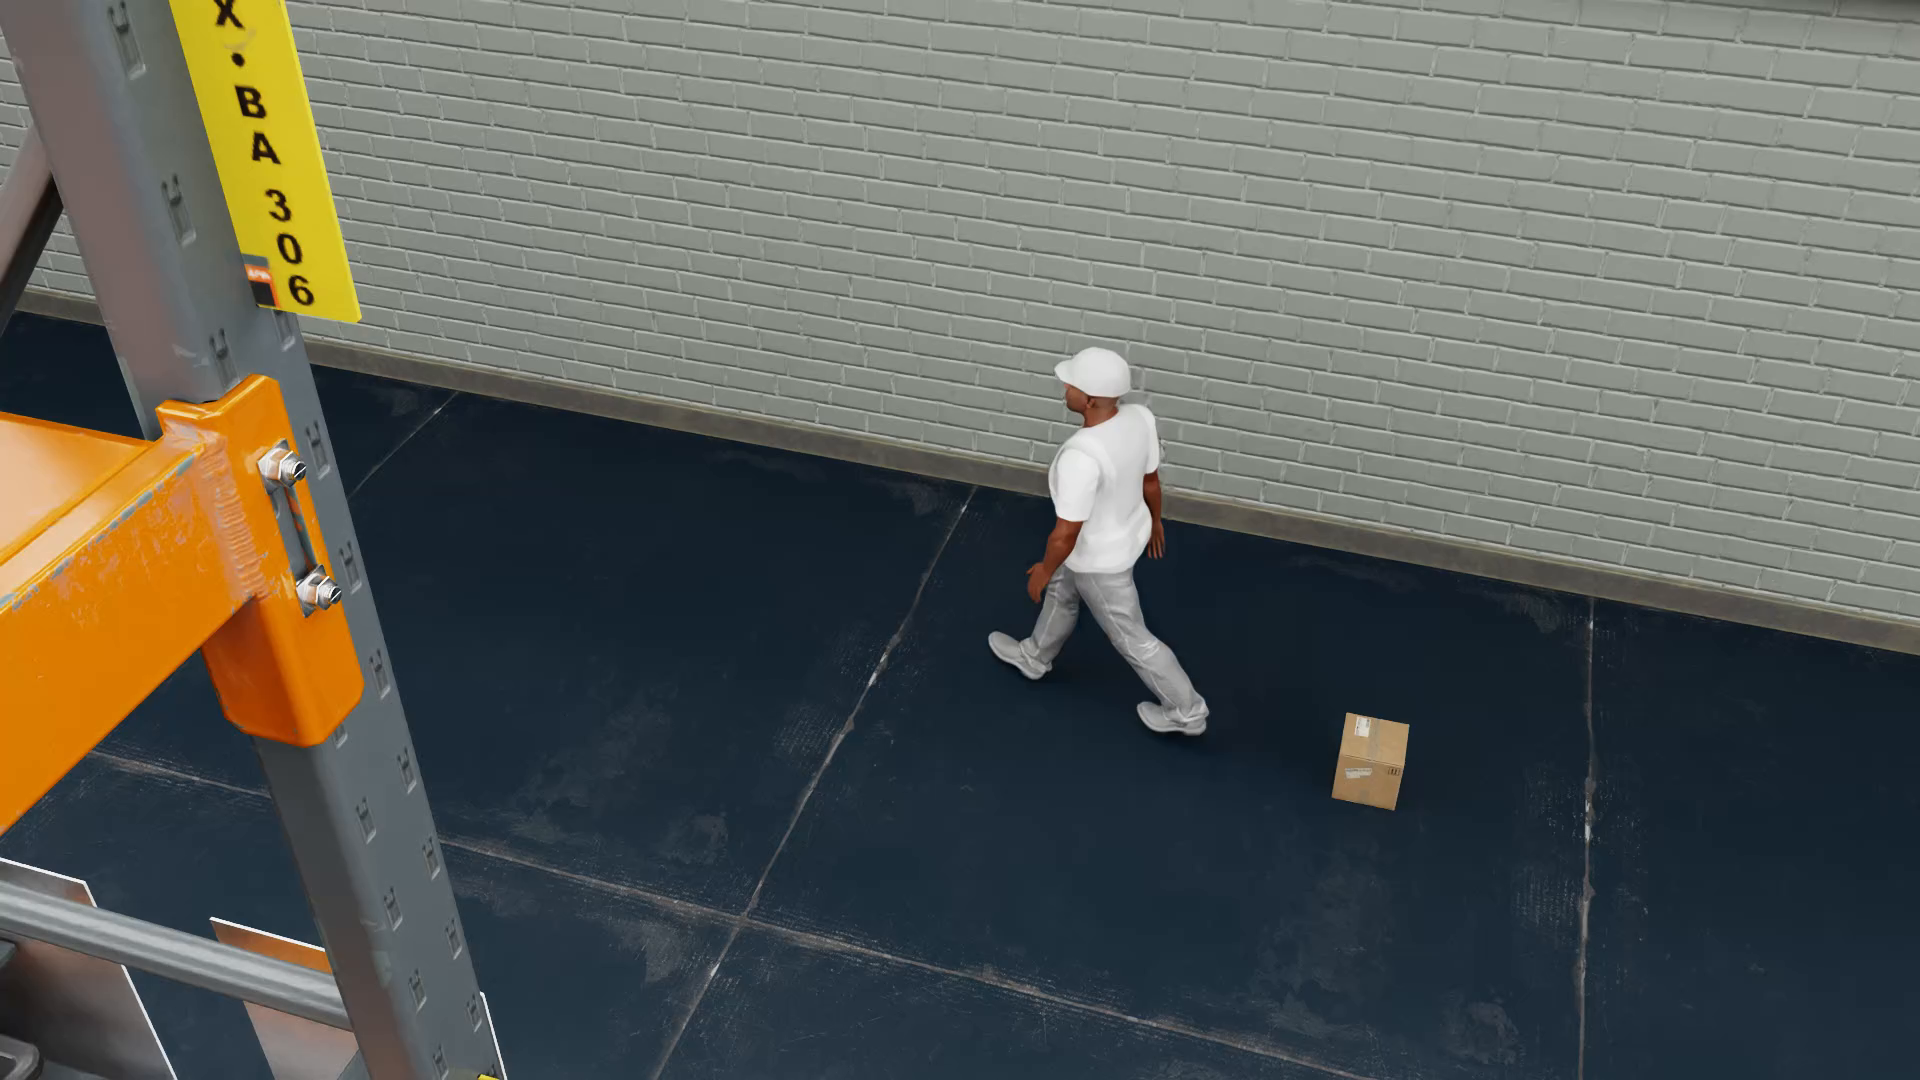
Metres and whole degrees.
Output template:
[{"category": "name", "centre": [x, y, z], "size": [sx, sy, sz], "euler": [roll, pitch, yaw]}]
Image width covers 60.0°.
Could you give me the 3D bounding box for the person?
[{"category": "person", "centre": [0.554, 0.015, 6.631], "size": [1.073, 1.717, 0.600], "euler": [17, 40, 21]}]
